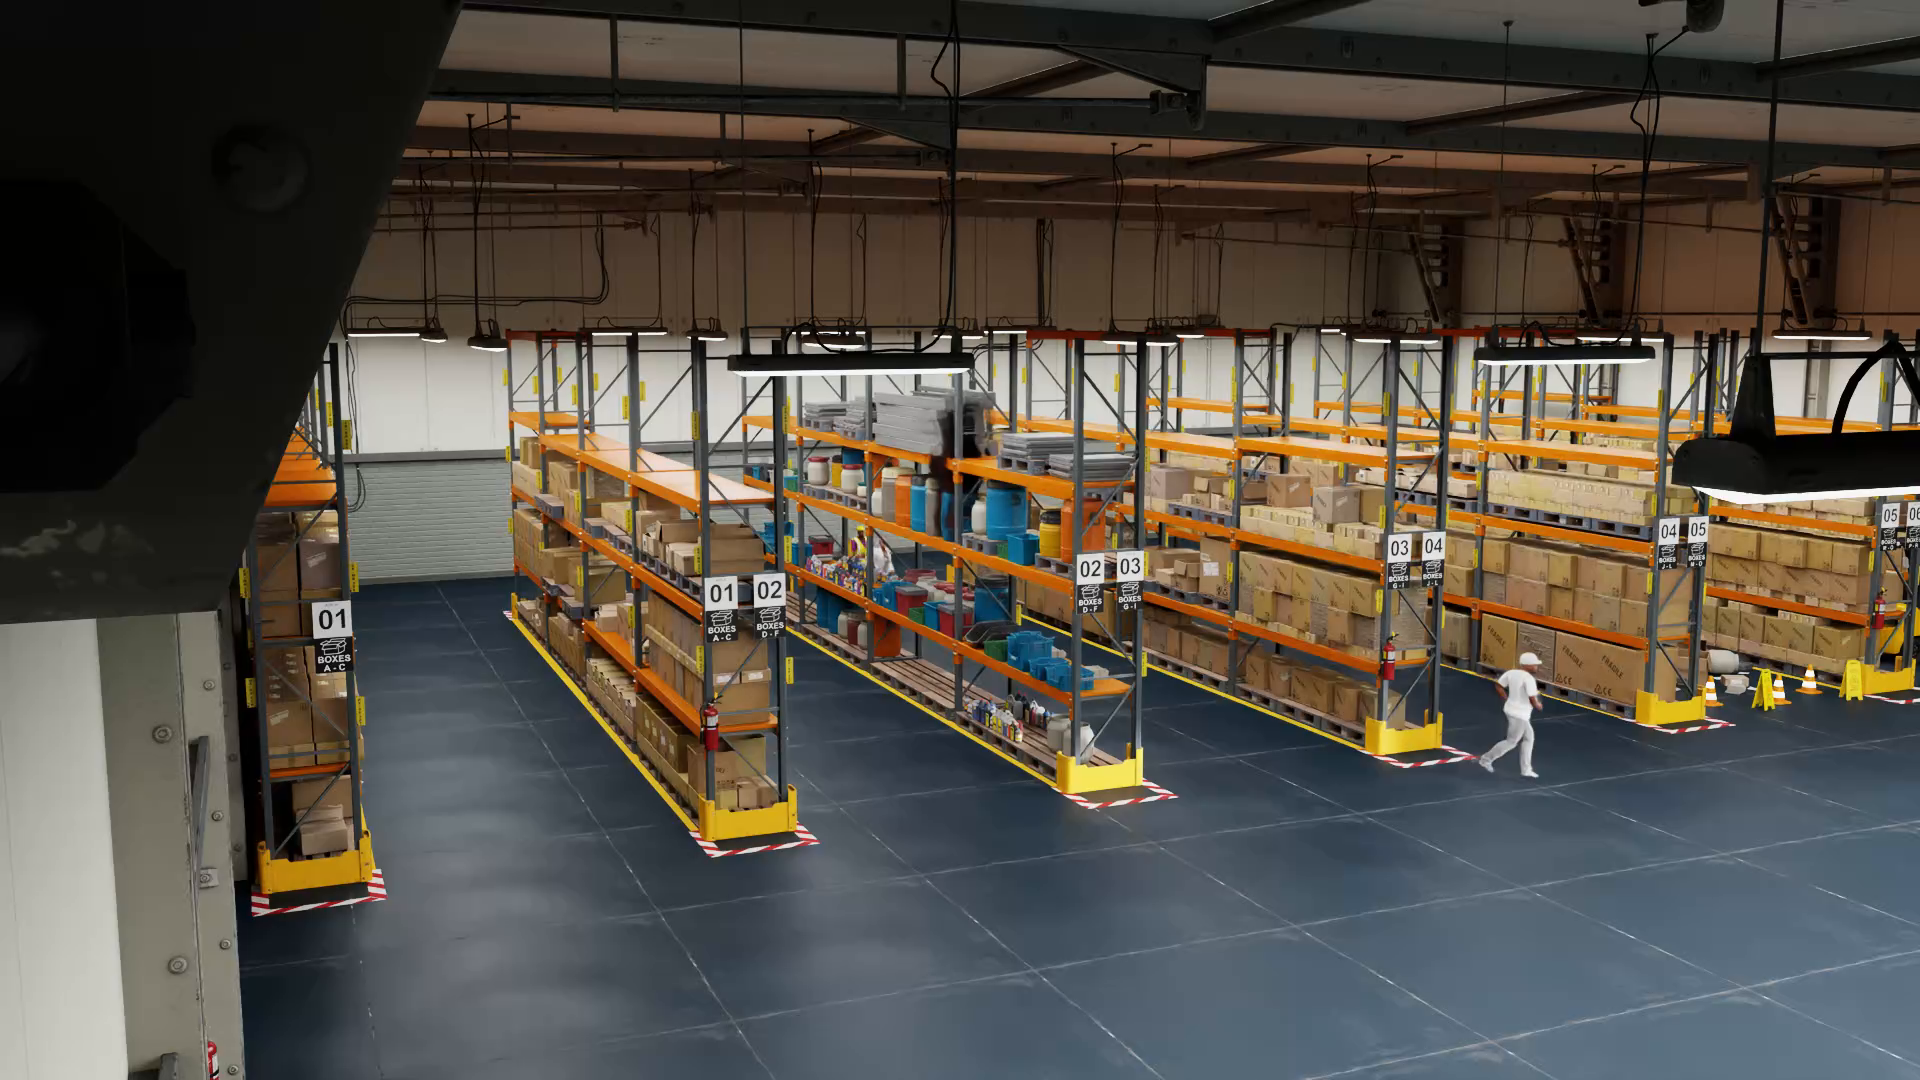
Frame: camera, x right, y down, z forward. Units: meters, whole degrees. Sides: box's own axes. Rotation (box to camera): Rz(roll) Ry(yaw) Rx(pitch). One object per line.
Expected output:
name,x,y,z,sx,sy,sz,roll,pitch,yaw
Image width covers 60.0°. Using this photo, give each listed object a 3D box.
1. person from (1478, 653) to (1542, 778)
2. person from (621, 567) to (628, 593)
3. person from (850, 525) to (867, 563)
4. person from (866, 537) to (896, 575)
person,7.521,2.400,22.634,0.833,1.743,0.668,0,8,-1
person,-7.353,0.710,35.477,0.510,1.618,0.769,-8,11,-44
person,-2.122,0.549,36.151,0.673,1.786,0.805,-4,9,-29
person,-1.698,0.779,34.641,0.711,1.731,0.825,-6,10,-38
